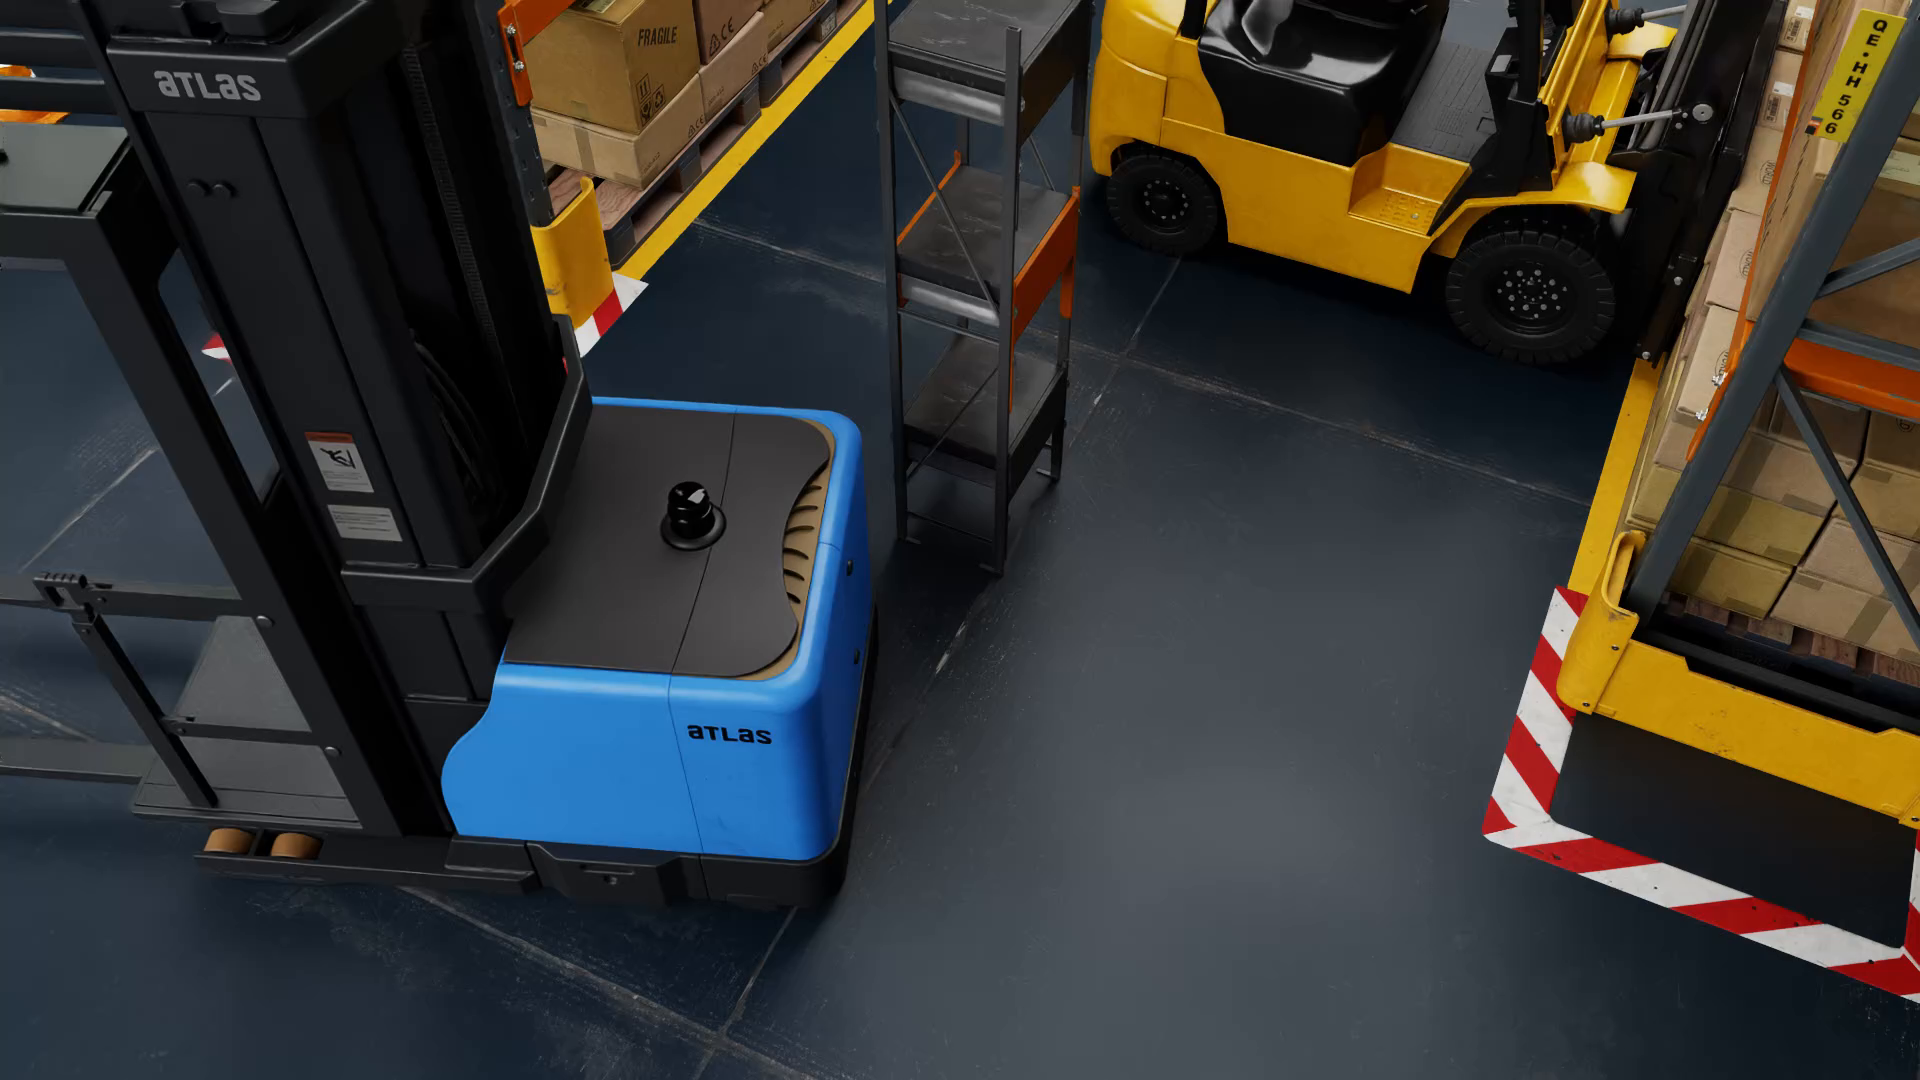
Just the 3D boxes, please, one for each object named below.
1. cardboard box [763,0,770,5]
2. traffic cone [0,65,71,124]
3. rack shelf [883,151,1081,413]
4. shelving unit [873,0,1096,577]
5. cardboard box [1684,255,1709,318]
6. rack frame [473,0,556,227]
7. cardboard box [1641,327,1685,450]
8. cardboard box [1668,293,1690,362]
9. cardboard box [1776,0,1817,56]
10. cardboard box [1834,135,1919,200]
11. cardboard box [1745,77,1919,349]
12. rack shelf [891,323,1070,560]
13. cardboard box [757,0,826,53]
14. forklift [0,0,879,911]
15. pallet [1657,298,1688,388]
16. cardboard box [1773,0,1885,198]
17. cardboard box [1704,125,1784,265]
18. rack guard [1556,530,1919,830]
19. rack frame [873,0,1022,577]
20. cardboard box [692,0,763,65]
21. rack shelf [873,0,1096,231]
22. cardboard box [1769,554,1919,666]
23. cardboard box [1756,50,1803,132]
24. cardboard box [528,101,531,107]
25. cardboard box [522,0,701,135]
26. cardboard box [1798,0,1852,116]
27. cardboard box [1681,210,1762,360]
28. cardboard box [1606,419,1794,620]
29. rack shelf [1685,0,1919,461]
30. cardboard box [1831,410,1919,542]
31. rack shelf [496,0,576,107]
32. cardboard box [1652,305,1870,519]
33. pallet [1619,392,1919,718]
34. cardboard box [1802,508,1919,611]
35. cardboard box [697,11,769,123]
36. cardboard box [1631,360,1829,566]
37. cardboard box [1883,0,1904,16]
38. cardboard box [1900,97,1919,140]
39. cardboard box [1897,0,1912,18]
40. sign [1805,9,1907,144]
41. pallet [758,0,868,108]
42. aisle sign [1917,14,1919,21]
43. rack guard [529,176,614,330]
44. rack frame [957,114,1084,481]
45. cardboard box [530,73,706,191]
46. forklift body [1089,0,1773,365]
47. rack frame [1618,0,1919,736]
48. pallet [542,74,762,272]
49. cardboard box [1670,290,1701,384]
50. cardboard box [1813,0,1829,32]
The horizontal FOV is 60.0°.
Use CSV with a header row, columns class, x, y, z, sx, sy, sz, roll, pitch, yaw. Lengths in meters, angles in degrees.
class,x,y,z,sx,sy,sz,roll,pitch,yaw
cardboard box,-0.940,-2.690,7.107,0.500,0.500,0.500,21,53,17
traffic cone,-4.117,-2.037,7.179,0.336,0.463,0.334,20,52,16
rack shelf,0.071,-0.786,5.058,0.431,0.518,0.480,20,52,16
shelving unit,0.071,-0.794,5.047,0.431,2.100,0.503,20,52,16
cardboard box,2.855,-0.952,5.792,0.500,0.250,0.500,19,52,15
rack frame,-1.986,-2.016,5.496,1.000,3.000,0.127,20,52,16
cardboard box,2.640,-0.414,5.663,0.500,0.250,0.500,20,52,16
cardboard box,2.862,-0.756,5.953,0.500,0.250,0.500,20,53,16
cardboard box,3.293,-1.801,6.186,0.500,0.250,0.500,21,53,17
cardboard box,2.399,-0.976,4.119,0.380,0.149,0.250,21,53,17
cardboard box,2.477,-0.860,4.447,0.500,0.500,0.500,19,52,15
rack shelf,0.071,-0.332,5.591,0.431,0.518,0.480,20,52,16
cardboard box,-0.944,-2.455,7.399,0.500,0.250,0.500,23,53,18
forklift,-1.807,-0.342,4.117,3.031,2.935,1.130,4,50,3
pallet,3.315,-0.877,6.358,1.003,0.211,1.213,20,52,16
cardboard box,2.707,-1.214,4.748,0.500,0.500,0.500,21,53,17
cardboard box,2.838,-1.095,5.586,0.500,0.250,0.500,20,53,17
rack guard,2.494,0.423,5.062,1.175,0.500,0.348,20,52,16
rack frame,-0.034,-0.626,4.904,0.400,2.100,0.015,20,52,16
cardboard box,-1.162,-2.347,6.815,0.500,0.500,0.500,18,52,15
rack shelf,0.071,-1.239,4.525,0.431,0.518,0.480,20,52,16
cardboard box,2.890,0.077,5.245,0.500,0.250,0.500,20,52,16
cardboard box,3.061,-1.442,5.880,0.500,0.250,0.500,19,52,15
cardboard box,-1.873,-1.922,6.945,0.500,0.250,0.500,20,52,16
cardboard box,-1.381,-1.986,6.508,0.500,0.500,0.500,18,52,15
cardboard box,2.925,-1.567,5.048,0.500,0.500,0.500,19,52,15
cardboard box,2.631,-0.745,5.287,0.500,0.250,0.500,21,53,17
cardboard box,2.419,-0.075,5.374,0.500,0.250,0.500,20,53,16
rack shelf,3.358,-1.547,5.570,1.077,0.370,4.000,20,52,16
cardboard box,2.880,-0.242,4.859,0.500,0.250,0.500,19,52,16
rack shelf,-1.131,-3.160,6.942,1.077,0.370,4.000,20,52,16
cardboard box,2.419,-0.391,4.986,0.500,0.250,0.500,21,53,17
pallet,2.793,-0.040,5.645,1.003,0.211,1.213,20,52,16
cardboard box,2.893,-0.067,5.039,0.500,0.250,0.500,21,53,17
cardboard box,-1.166,-2.075,7.076,0.500,0.250,0.500,22,53,17
cardboard box,2.429,-0.247,5.192,0.500,0.250,0.500,19,52,16
cardboard box,2.631,-1.427,4.307,0.380,0.149,0.250,21,53,17
cardboard box,2.466,-1.058,3.994,0.380,0.149,0.250,20,52,16
cardboard box,2.544,-1.238,4.147,0.380,0.149,0.250,20,52,16
sign,2.019,-1.042,3.751,0.100,0.325,0.005,20,52,16
pallet,-1.052,-2.550,7.781,1.003,0.211,1.213,20,52,16
aisle sign,2.210,-1.296,3.176,0.394,0.787,0.004,20,52,16
rack guard,-1.953,-1.258,6.492,1.175,0.500,0.348,20,52,16
rack frame,0.175,-0.962,5.190,0.400,2.100,0.015,20,52,16
cardboard box,-1.391,-1.726,6.779,0.500,0.250,0.500,19,52,16
forklift body,1.664,-2.028,6.063,2.313,2.155,1.214,20,52,16
rack frame,2.504,-0.403,4.124,1.000,3.000,0.127,20,52,16
pallet,-1.574,-1.712,7.069,1.003,0.211,1.213,20,52,16
cardboard box,2.653,-0.589,5.483,0.500,0.250,0.500,19,52,16
cardboard box,3.130,-1.917,5.346,0.500,0.500,0.500,20,53,16
